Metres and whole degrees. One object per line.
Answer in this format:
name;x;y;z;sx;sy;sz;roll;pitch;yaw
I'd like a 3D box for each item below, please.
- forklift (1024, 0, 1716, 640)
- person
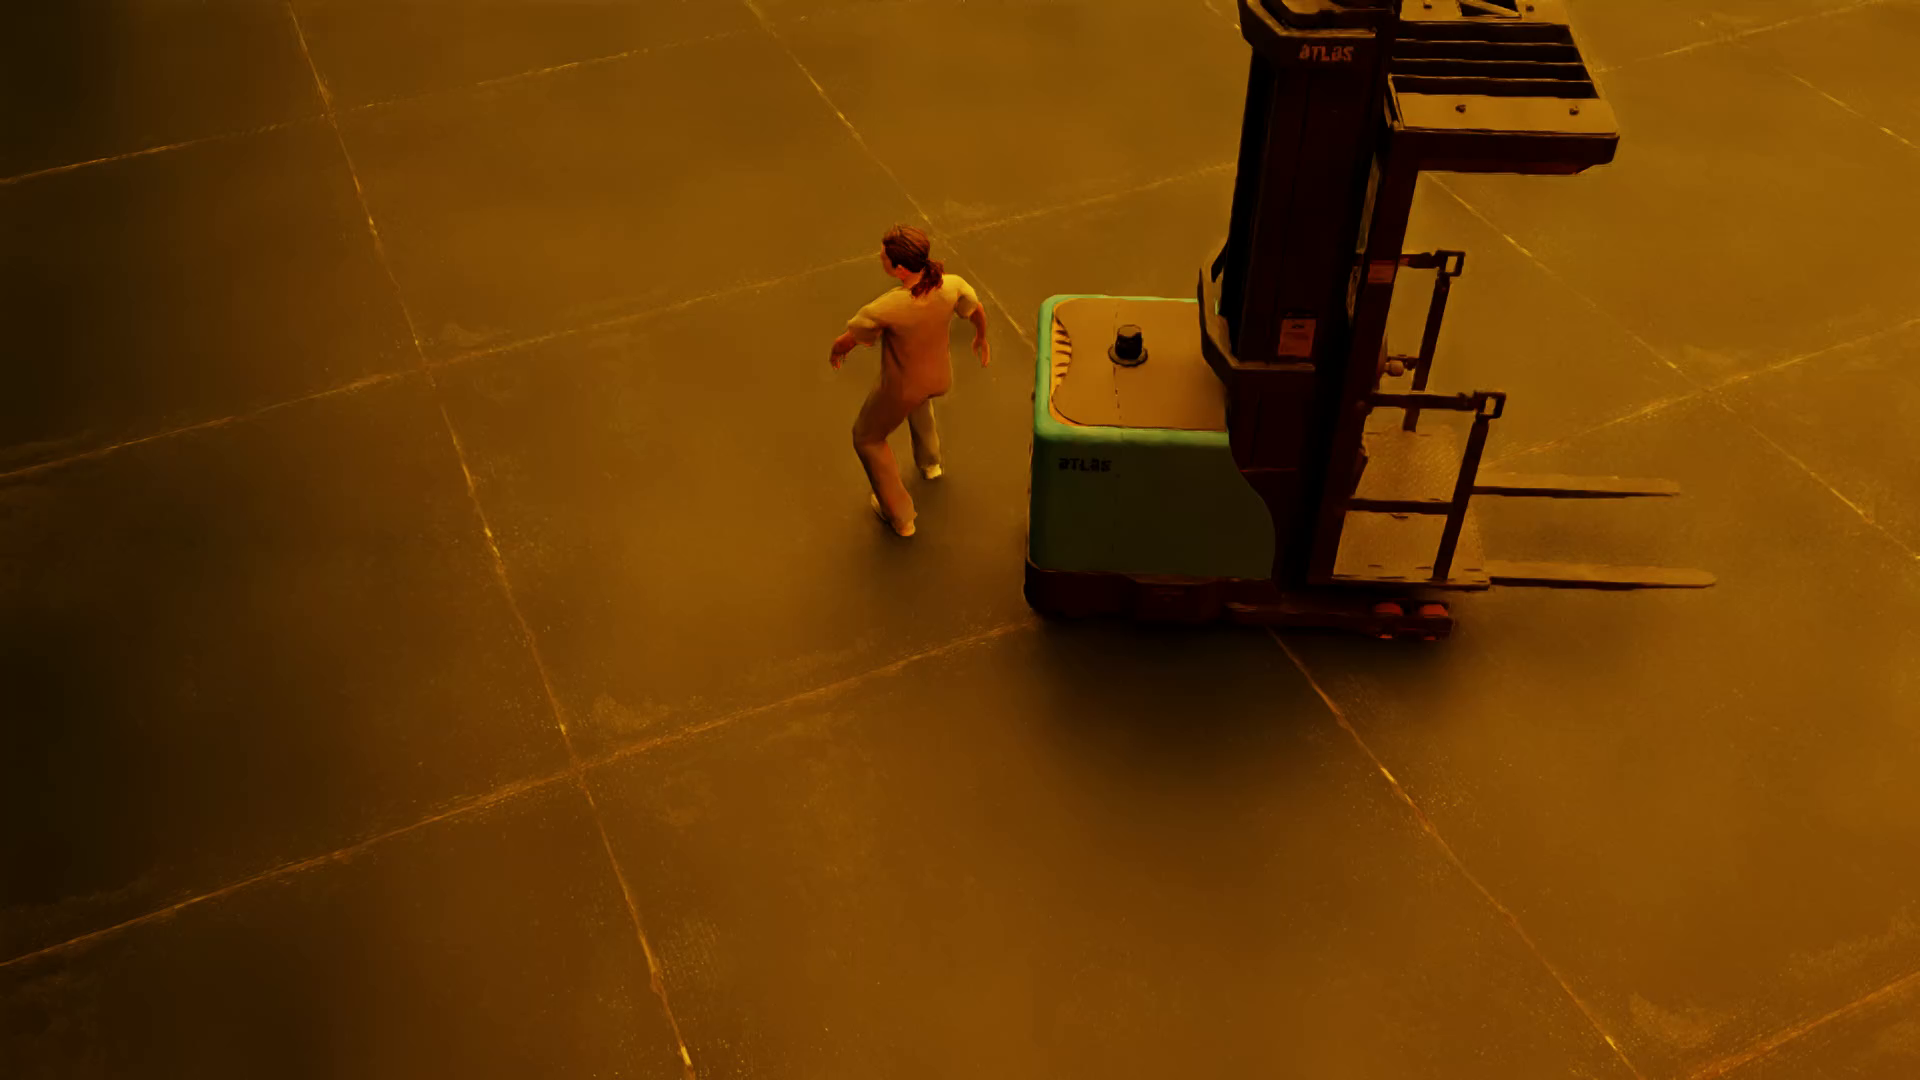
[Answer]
forklift;1.826;-1.006;6.758;3.031;2.935;1.130;2;43;3
person;-0.226;-0.798;7.541;0.738;1.600;0.535;-26;49;-25
